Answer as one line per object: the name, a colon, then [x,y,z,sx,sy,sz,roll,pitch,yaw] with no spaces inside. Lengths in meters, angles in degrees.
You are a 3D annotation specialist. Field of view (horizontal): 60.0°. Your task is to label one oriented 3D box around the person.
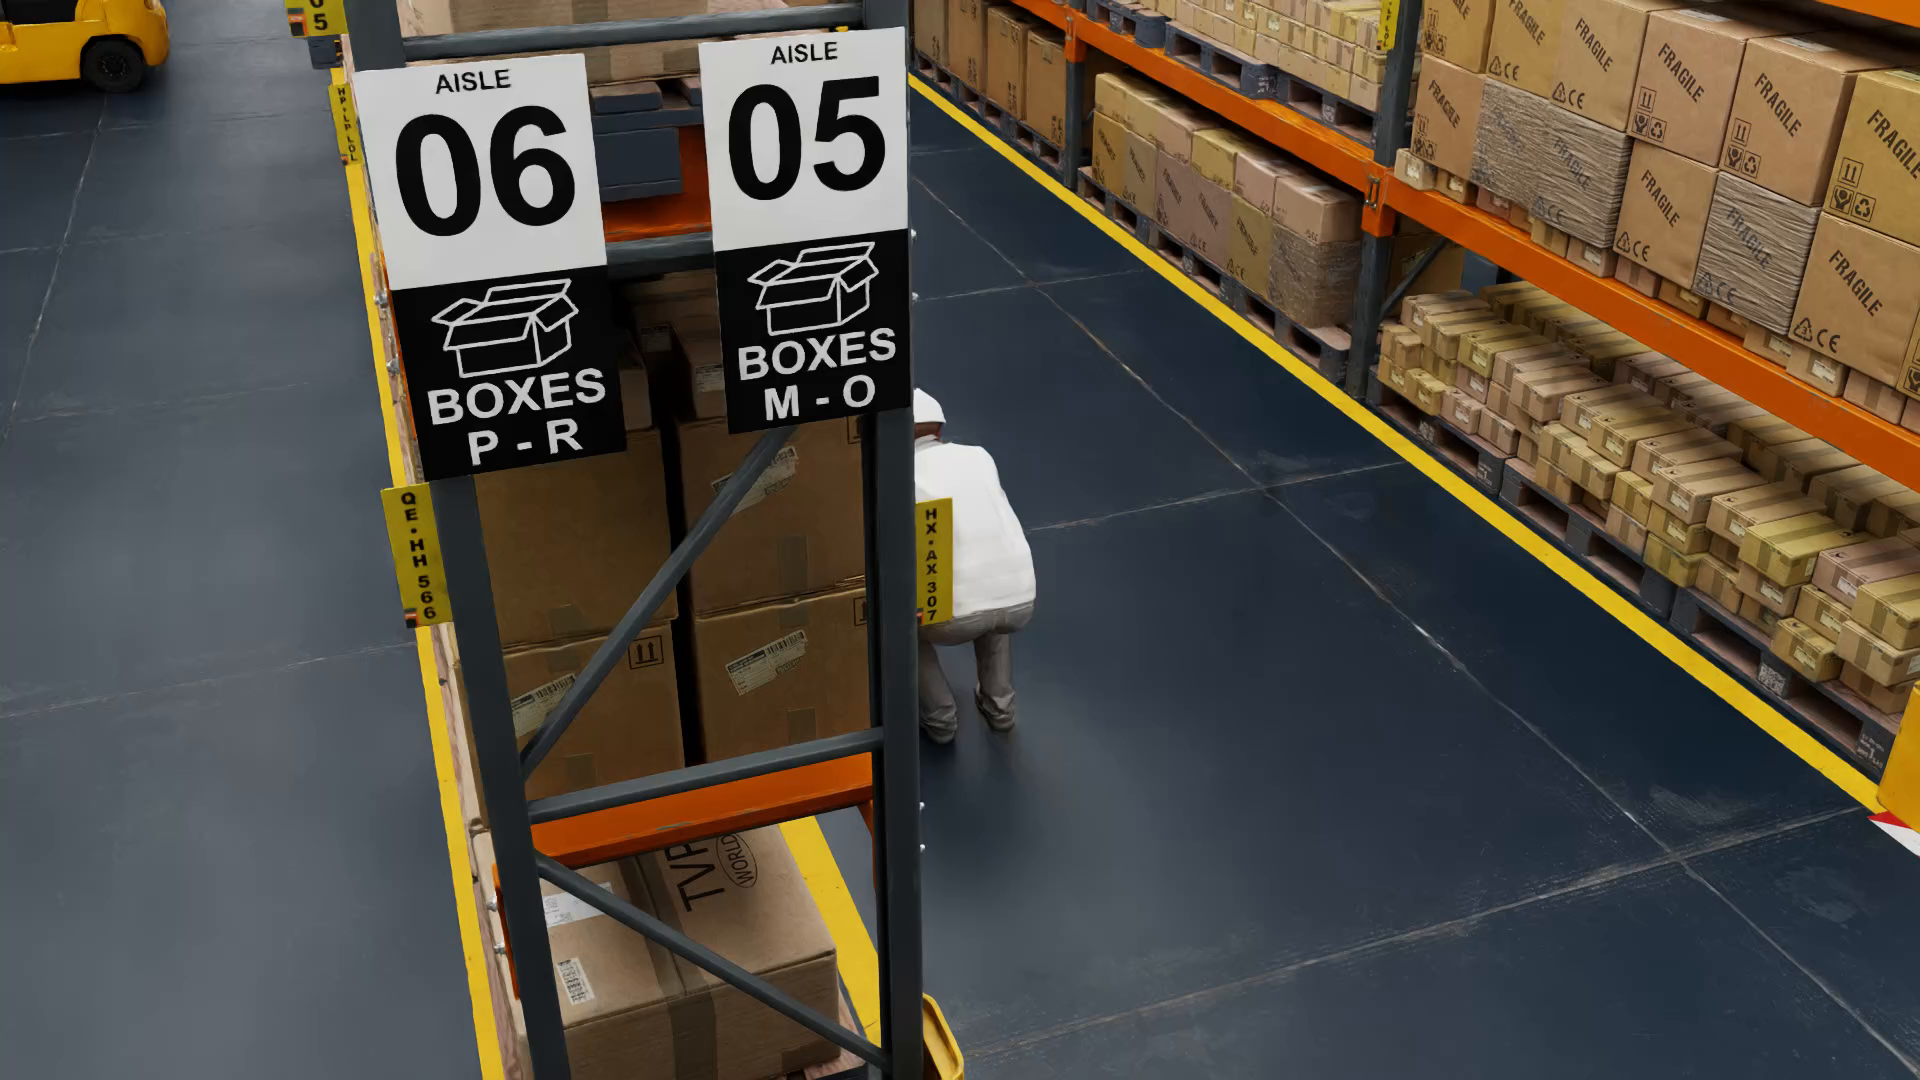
person: [-0.060,0.127,6.385,0.583,1.276,0.829,-11,31,-18]
